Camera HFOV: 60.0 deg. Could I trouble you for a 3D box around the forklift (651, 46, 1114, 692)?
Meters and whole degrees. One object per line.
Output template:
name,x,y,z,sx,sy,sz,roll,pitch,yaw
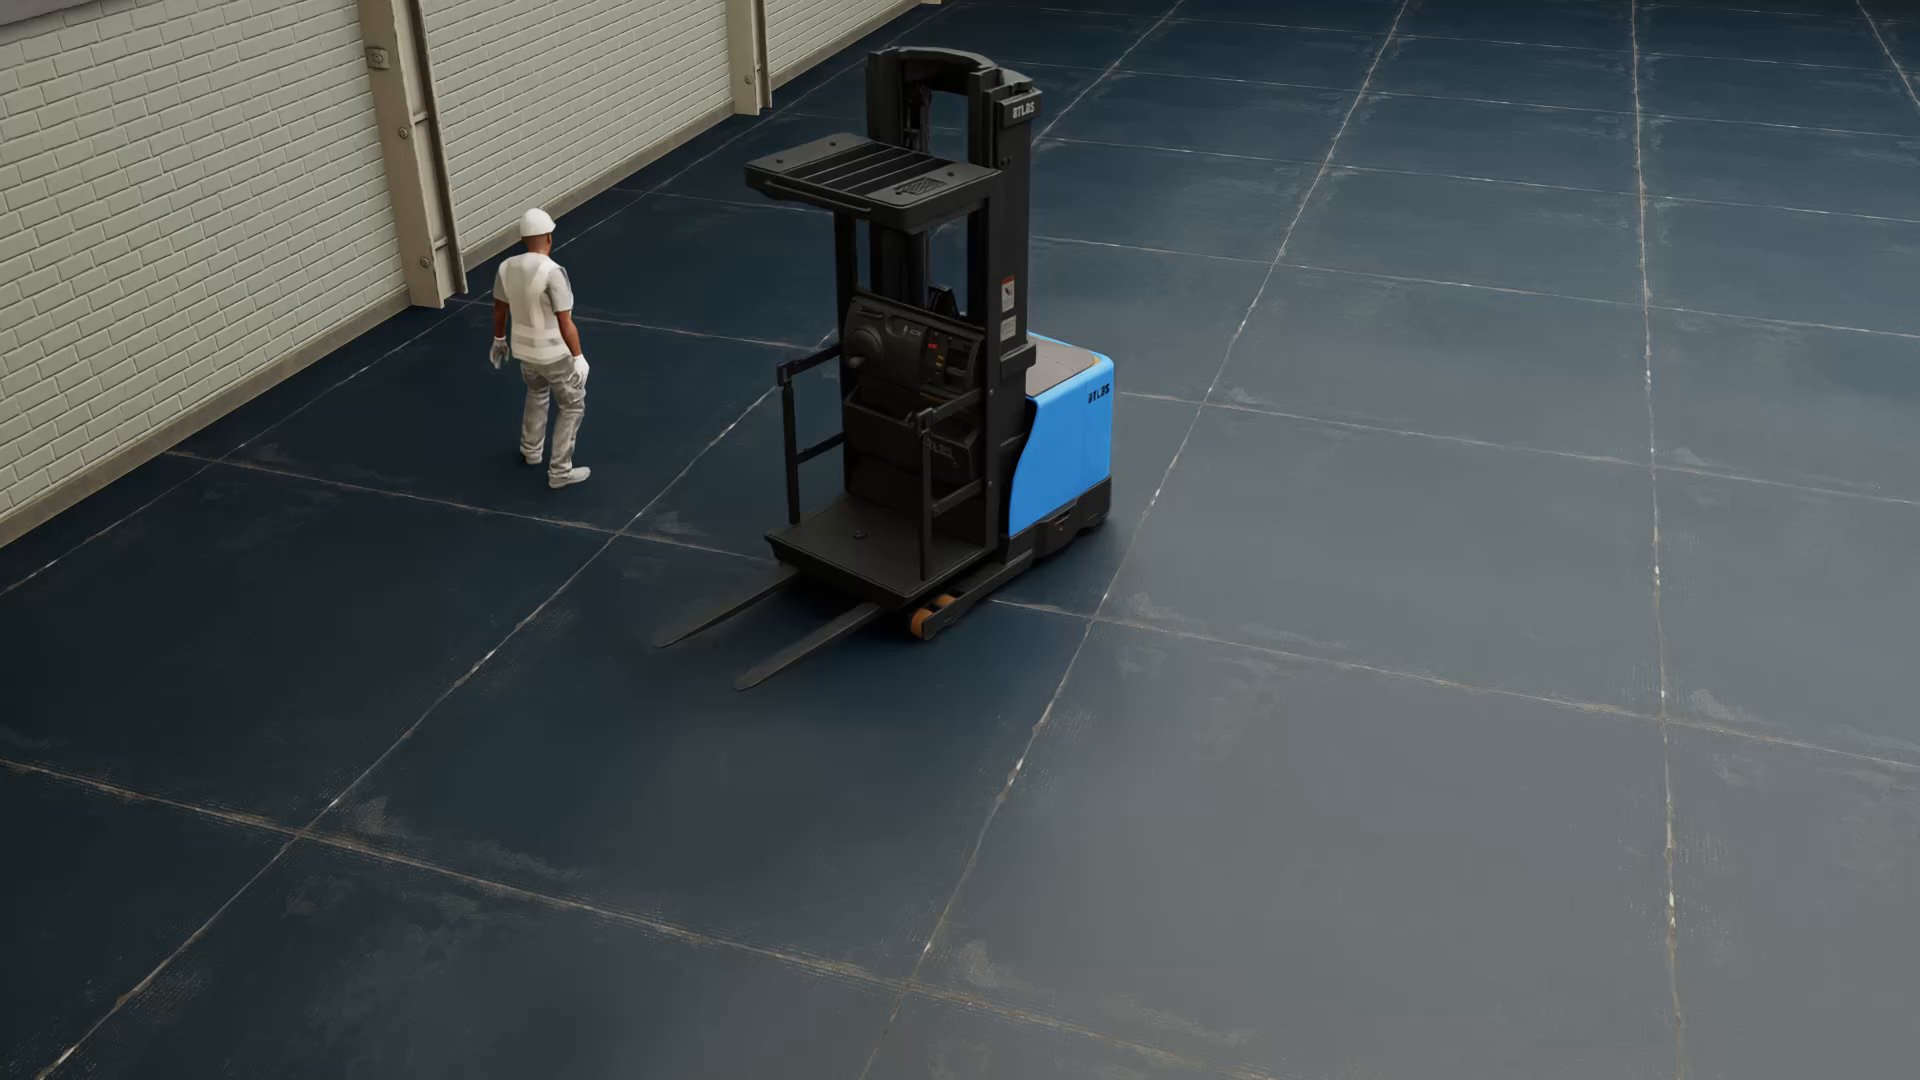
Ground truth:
forklift,-0.399,-1.006,8.902,1.130,2.935,3.031,22,36,34

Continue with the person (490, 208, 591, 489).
person,-2.596,-1.209,10.471,0.881,1.743,0.453,19,35,30
